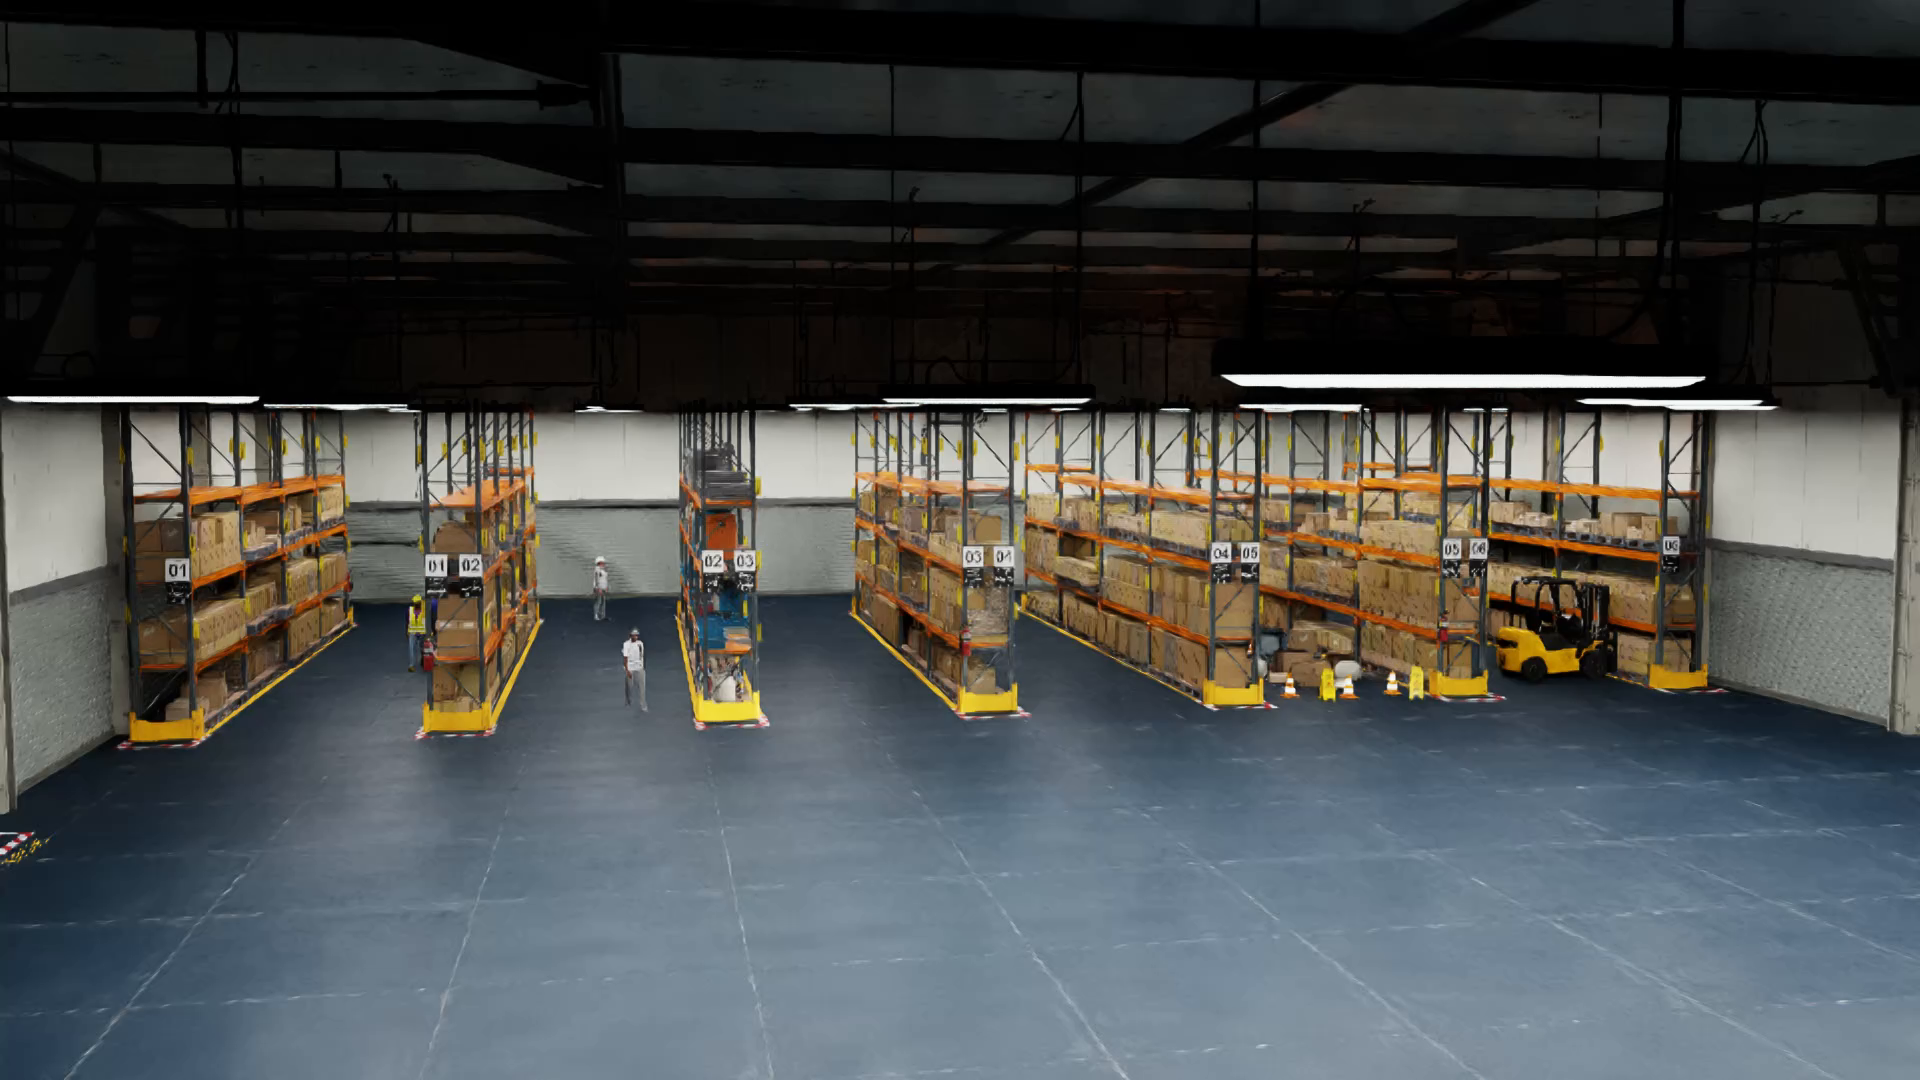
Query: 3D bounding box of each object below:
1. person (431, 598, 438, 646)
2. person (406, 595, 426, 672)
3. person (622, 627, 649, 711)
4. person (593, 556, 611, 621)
[{"bbox_3d":[-12.891,1.890,40.843,0.444,1.473,1.088,-1,4,-9],"label":"person"},{"bbox_3d":[-12.114,2.061,37.215,0.575,1.689,1.128,-1,4,-13],"label":"person"},{"bbox_3d":[-6.292,2.475,32.094,0.448,1.622,0.996,-1,5,-19],"label":"person"},{"bbox_3d":[-9.994,1.330,46.283,0.397,1.780,0.610,0,4,4],"label":"person"}]
